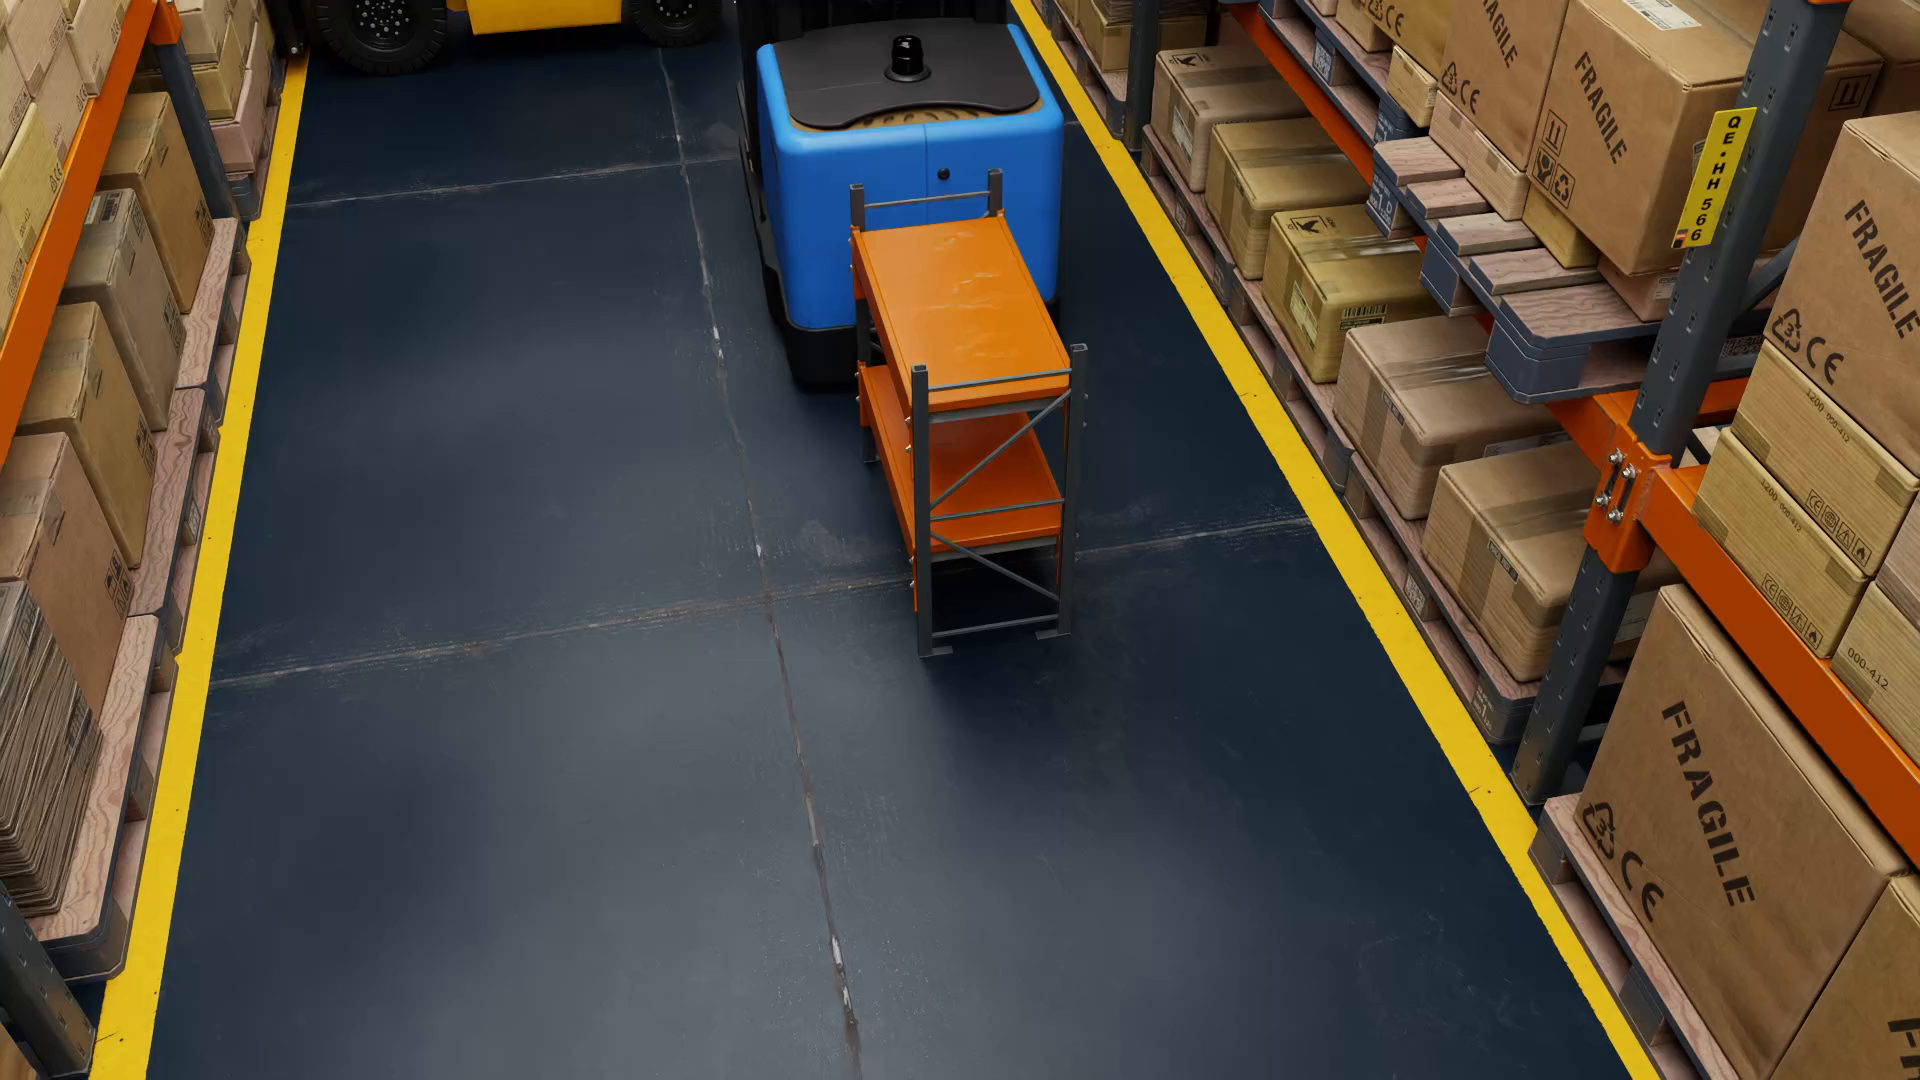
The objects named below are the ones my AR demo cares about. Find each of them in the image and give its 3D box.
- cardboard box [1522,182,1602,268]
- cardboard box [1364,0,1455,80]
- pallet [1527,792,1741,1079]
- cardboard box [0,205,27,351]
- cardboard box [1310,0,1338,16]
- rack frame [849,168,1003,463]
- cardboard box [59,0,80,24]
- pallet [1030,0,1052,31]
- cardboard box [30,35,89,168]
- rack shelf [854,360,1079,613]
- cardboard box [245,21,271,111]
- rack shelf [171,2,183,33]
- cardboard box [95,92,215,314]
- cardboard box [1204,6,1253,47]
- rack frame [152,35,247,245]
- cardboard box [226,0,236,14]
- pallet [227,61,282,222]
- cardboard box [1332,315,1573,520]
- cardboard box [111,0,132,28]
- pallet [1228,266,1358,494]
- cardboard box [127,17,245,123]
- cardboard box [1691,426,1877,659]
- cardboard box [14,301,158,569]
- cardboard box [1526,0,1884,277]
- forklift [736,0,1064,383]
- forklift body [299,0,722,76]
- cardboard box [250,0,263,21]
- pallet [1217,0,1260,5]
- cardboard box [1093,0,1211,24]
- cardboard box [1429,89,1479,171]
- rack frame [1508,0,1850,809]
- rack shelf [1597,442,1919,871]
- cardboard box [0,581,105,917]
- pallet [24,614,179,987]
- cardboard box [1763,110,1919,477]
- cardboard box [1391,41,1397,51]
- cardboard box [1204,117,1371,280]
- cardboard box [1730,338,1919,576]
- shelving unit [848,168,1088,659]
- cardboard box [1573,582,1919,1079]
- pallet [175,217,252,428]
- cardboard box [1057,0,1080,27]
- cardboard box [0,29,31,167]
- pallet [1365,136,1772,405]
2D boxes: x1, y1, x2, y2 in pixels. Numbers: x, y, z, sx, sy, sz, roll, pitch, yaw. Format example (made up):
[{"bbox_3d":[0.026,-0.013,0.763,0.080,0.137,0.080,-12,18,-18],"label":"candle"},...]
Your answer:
[{"bbox_3d":[1.705,-0.852,4.324,0.380,0.149,0.250,-8,42,-9],"label":"cardboard box"},{"bbox_3d":[1.532,-1.668,4.754,0.500,0.500,0.500,-11,43,-12],"label":"cardboard box"},{"bbox_3d":[2.231,1.118,4.332,1.003,0.211,1.213,-8,42,-9],"label":"pallet"},{"bbox_3d":[-2.790,-0.660,4.346,0.500,0.250,0.500,-10,42,-11],"label":"cardboard box"},{"bbox_3d":[1.336,-1.851,5.448,0.380,0.149,0.250,-7,42,-8],"label":"cardboard box"},{"bbox_3d":[-0.108,-0.746,5.743,0.500,1.125,0.032,-8,42,-9],"label":"rack frame"},{"bbox_3d":[-3.101,-1.843,5.303,0.500,0.250,0.500,-9,42,-10],"label":"cardboard box"},{"bbox_3d":[0.825,-3.220,9.218,1.003,0.211,1.213,-8,42,-9],"label":"pallet"},{"bbox_3d":[-3.020,-1.330,5.101,0.500,0.250,0.500,-8,42,-9],"label":"cardboard box"},{"bbox_3d":[0.001,-0.233,5.534,0.538,0.278,1.000,-8,42,-9],"label":"rack shelf"},{"bbox_3d":[-3.481,-2.143,7.659,0.500,0.250,0.500,-9,42,-10],"label":"cardboard box"},{"bbox_3d":[-4.007,-3.354,7.810,1.077,0.370,4.000,-8,42,-9],"label":"rack shelf"},{"bbox_3d":[-3.451,-1.259,6.381,0.875,0.625,0.625,-7,42,-7],"label":"cardboard box"},{"bbox_3d":[1.407,-2.590,8.163,0.500,0.250,0.500,-10,43,-11],"label":"cardboard box"},{"bbox_3d":[-3.575,-2.326,6.111,1.000,3.000,0.127,-8,42,-9],"label":"rack frame"},{"bbox_3d":[-3.473,-2.520,7.331,0.500,0.250,0.500,-8,42,-9],"label":"cardboard box"},{"bbox_3d":[-3.706,-1.805,7.624,1.003,0.211,1.213,-8,42,-9],"label":"pallet"},{"bbox_3d":[1.855,-0.466,5.679,0.950,0.372,0.625,-9,42,-10],"label":"cardboard box"},{"bbox_3d":[-3.211,-1.981,5.835,0.500,0.250,0.500,-7,42,-8],"label":"cardboard box"},{"bbox_3d":[1.707,-0.700,6.380,1.003,0.211,1.213,-8,42,-9],"label":"pallet"},{"bbox_3d":[-3.378,-2.000,7.122,0.500,0.250,0.500,-9,42,-9],"label":"cardboard box"},{"bbox_3d":[1.994,-0.038,3.646,0.500,0.250,0.500,-9,42,-10],"label":"cardboard box"},{"bbox_3d":[-3.127,-0.267,5.264,0.875,0.625,0.625,-10,43,-11],"label":"cardboard box"},{"bbox_3d":[1.765,-1.008,4.010,0.500,0.500,0.500,-9,42,-11],"label":"cardboard box"},{"bbox_3d":[-0.398,-2.677,6.558,1.130,2.935,3.031,-7,42,-8],"label":"forklift"},{"bbox_3d":[-2.248,-3.634,8.223,2.313,2.155,1.214,-8,42,-9],"label":"forklift body"},{"bbox_3d":[-3.586,-2.653,7.858,0.500,0.250,0.500,-9,42,-10],"label":"cardboard box"},{"bbox_3d":[1.294,-2.452,6.397,1.003,0.211,1.213,-8,42,-9],"label":"pallet"},{"bbox_3d":[0.881,-2.794,7.828,0.500,0.500,0.500,-9,42,-10],"label":"cardboard box"},{"bbox_3d":[1.561,-1.174,4.685,0.380,0.149,0.250,-10,43,-11],"label":"cardboard box"},{"bbox_3d":[2.134,-0.447,3.994,1.000,3.000,0.127,-8,42,-9],"label":"rack frame"},{"bbox_3d":[2.566,1.118,2.772,1.077,0.370,4.000,-8,42,-9],"label":"rack shelf"},{"bbox_3d":[-2.833,0.591,4.297,0.875,0.625,0.625,-7,42,-8],"label":"cardboard box"},{"bbox_3d":[-2.851,0.770,4.723,1.003,0.211,1.213,-8,42,-9],"label":"pallet"},{"bbox_3d":[2.002,-0.504,3.229,0.500,0.500,0.500,-10,43,-11],"label":"cardboard box"},{"bbox_3d":[1.556,-1.531,5.088,0.380,0.149,0.250,-8,42,-9],"label":"cardboard box"},{"bbox_3d":[1.545,-1.409,6.741,0.950,0.372,0.625,-6,42,-7],"label":"cardboard box"},{"bbox_3d":[2.002,-0.214,3.468,0.500,0.250,0.500,-9,42,-10],"label":"cardboard box"},{"bbox_3d":[0.001,-0.416,5.372,0.538,1.125,1.048,-8,42,-9],"label":"shelving unit"},{"bbox_3d":[2.202,0.650,4.042,0.875,0.875,0.875,-9,42,-10],"label":"cardboard box"},{"bbox_3d":[-3.378,-0.811,6.505,1.003,0.211,1.213,-8,42,-9],"label":"pallet"},{"bbox_3d":[0.756,-2.857,8.464,0.500,0.250,0.500,-9,42,-10],"label":"cardboard box"},{"bbox_3d":[-2.906,-1.181,4.557,0.500,0.250,0.500,-8,42,-9],"label":"cardboard box"},{"bbox_3d":[1.876,-0.822,4.561,1.213,0.211,1.003,-8,42,-9],"label":"pallet"}]
